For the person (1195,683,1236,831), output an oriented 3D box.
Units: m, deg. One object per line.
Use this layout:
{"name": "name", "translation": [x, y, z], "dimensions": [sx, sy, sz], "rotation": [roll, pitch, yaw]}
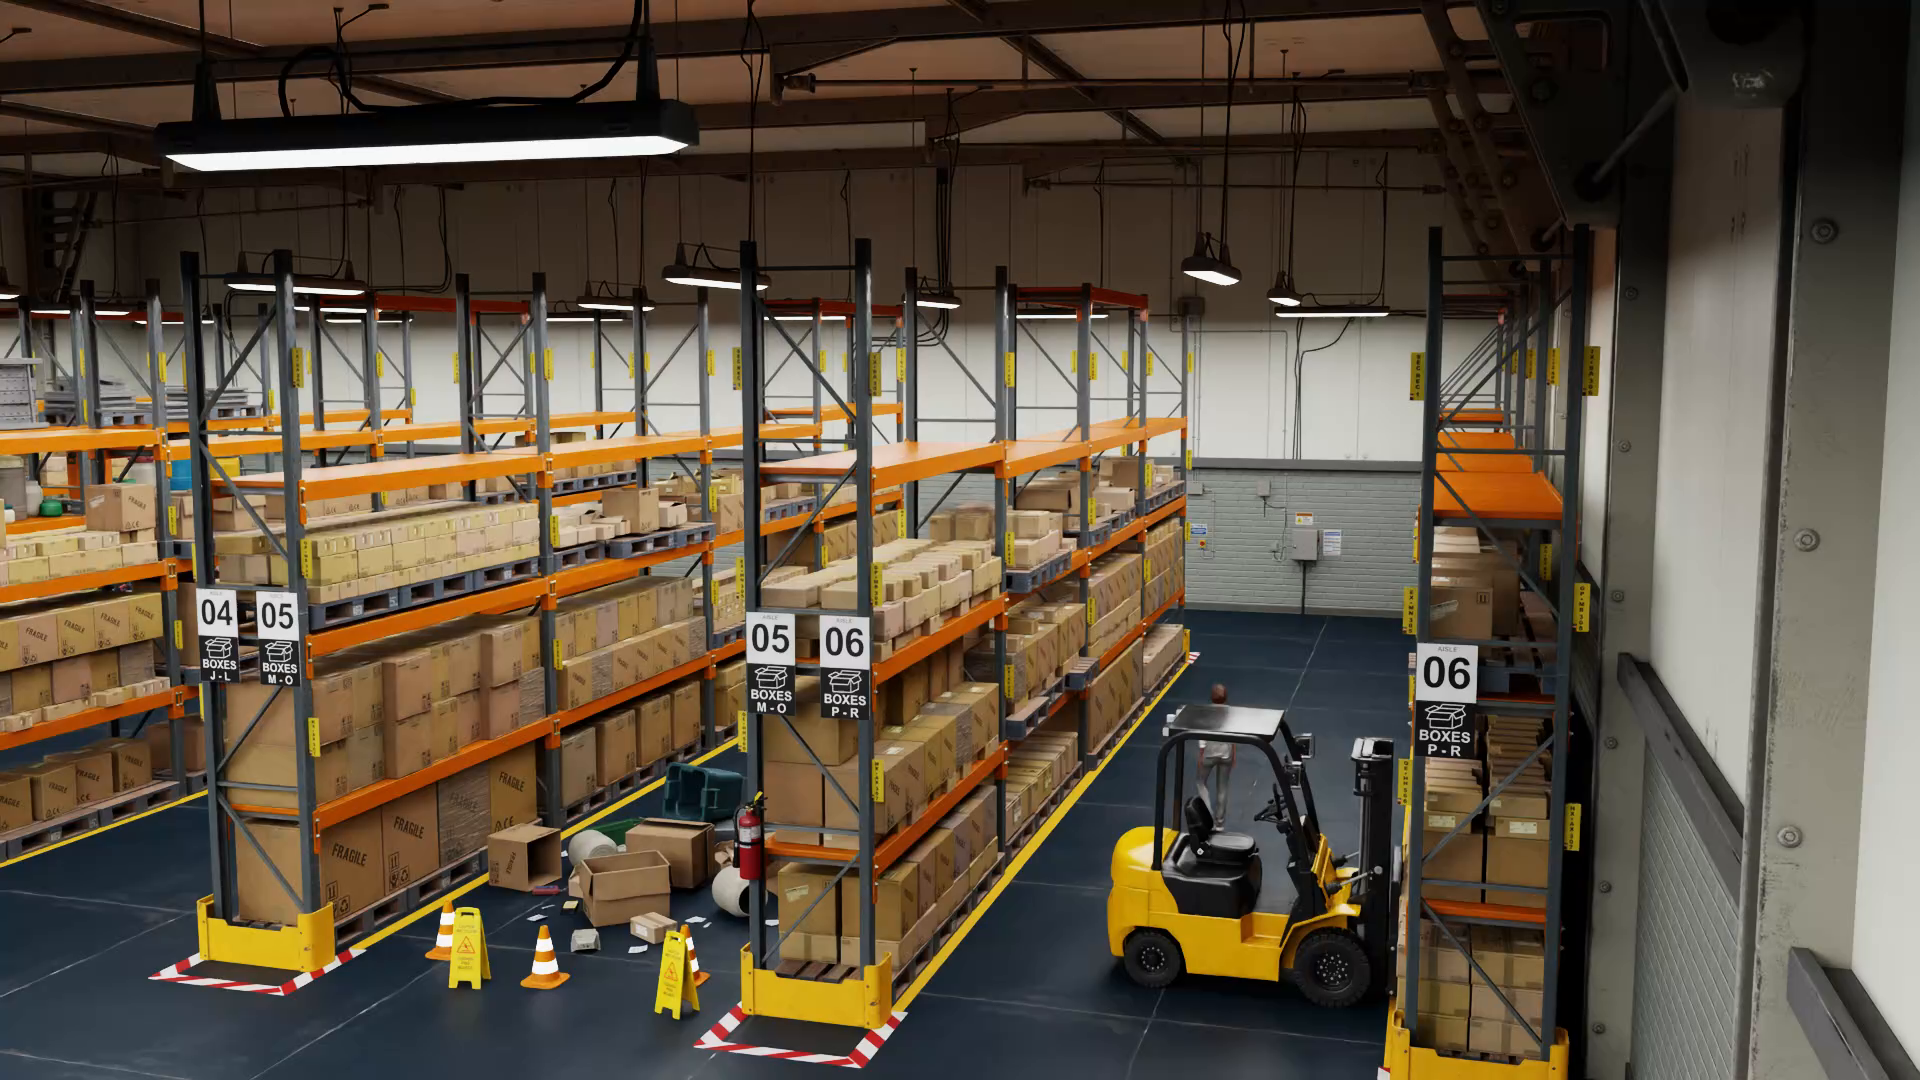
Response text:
{"name": "person", "translation": [2.793, 2.367, 18.067], "dimensions": [0.443, 1.623, 0.359], "rotation": [-1, 7, -11]}
